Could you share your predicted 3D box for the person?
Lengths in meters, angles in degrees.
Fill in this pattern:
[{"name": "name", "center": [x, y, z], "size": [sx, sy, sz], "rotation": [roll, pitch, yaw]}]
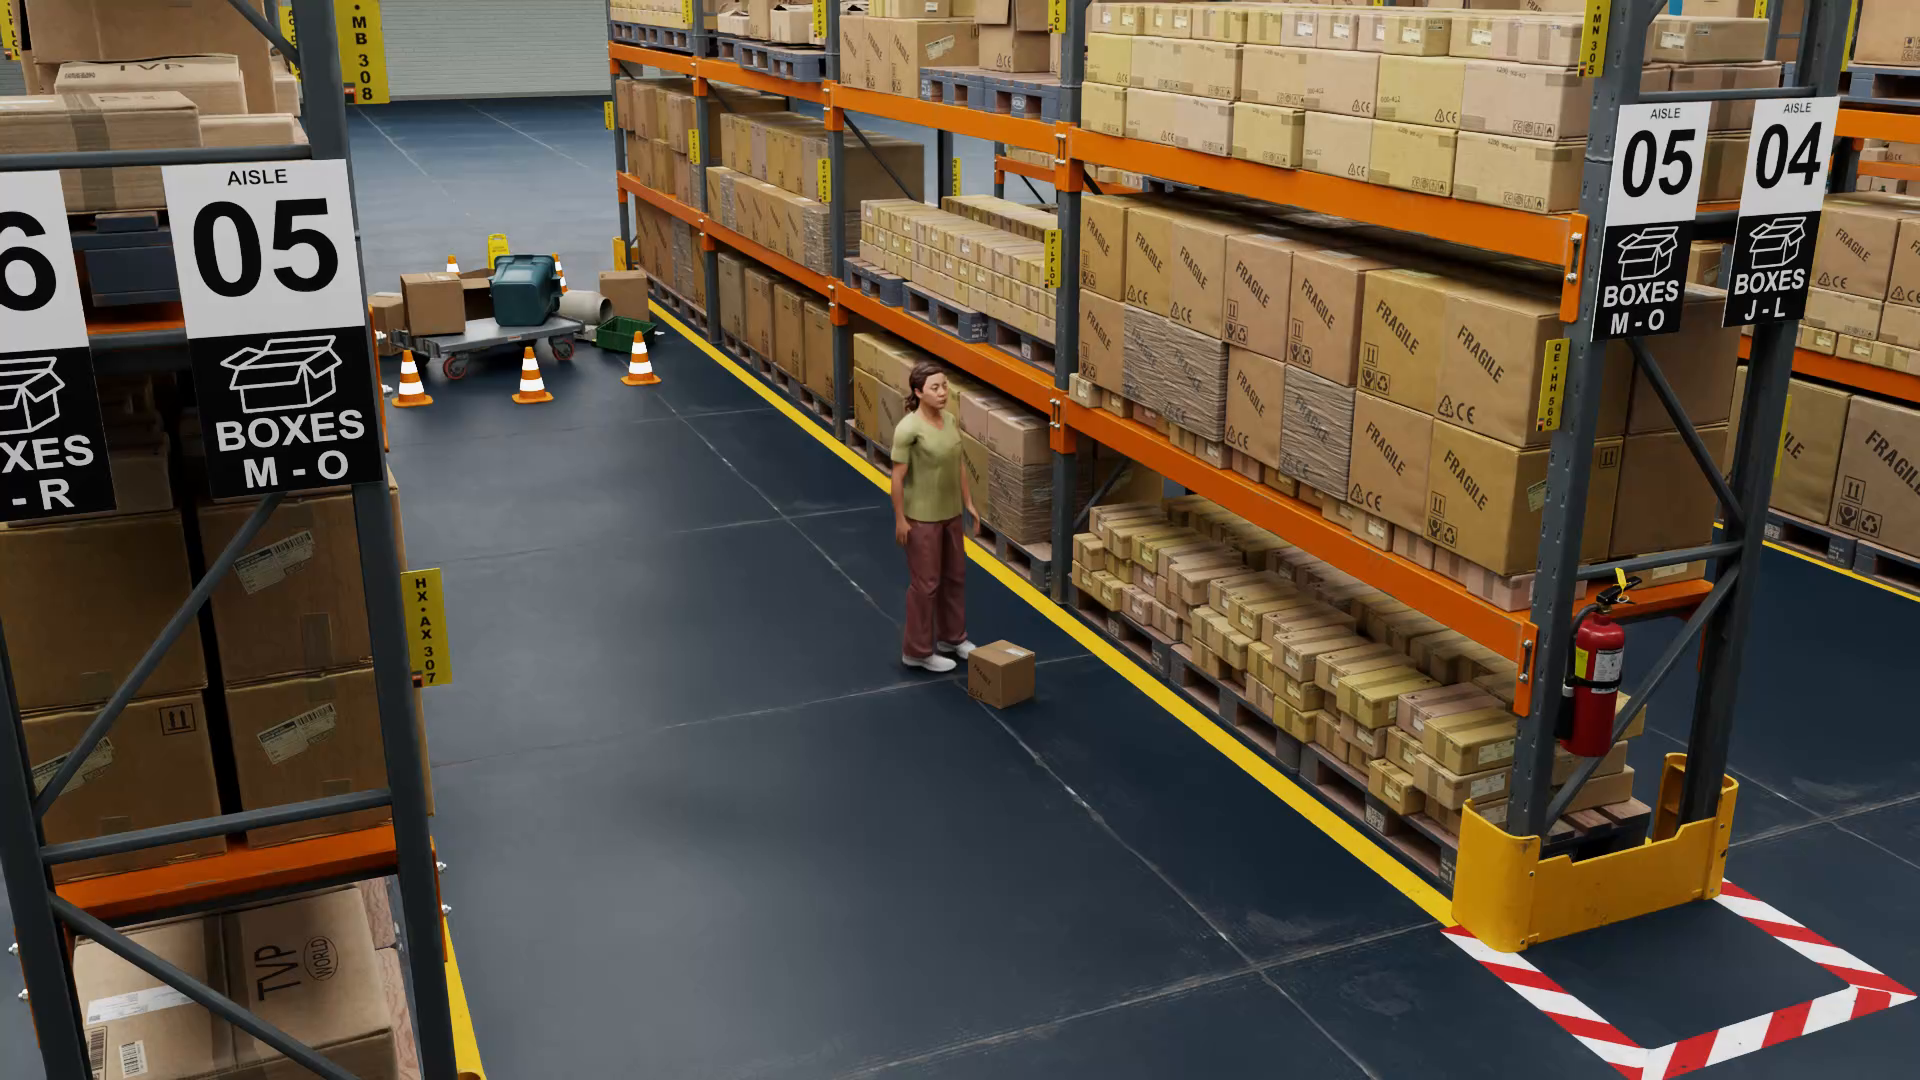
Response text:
[{"name": "person", "center": [-0.133, -0.097, 8.871], "size": [0.366, 1.633, 0.482], "rotation": [16, 24, 38]}]
